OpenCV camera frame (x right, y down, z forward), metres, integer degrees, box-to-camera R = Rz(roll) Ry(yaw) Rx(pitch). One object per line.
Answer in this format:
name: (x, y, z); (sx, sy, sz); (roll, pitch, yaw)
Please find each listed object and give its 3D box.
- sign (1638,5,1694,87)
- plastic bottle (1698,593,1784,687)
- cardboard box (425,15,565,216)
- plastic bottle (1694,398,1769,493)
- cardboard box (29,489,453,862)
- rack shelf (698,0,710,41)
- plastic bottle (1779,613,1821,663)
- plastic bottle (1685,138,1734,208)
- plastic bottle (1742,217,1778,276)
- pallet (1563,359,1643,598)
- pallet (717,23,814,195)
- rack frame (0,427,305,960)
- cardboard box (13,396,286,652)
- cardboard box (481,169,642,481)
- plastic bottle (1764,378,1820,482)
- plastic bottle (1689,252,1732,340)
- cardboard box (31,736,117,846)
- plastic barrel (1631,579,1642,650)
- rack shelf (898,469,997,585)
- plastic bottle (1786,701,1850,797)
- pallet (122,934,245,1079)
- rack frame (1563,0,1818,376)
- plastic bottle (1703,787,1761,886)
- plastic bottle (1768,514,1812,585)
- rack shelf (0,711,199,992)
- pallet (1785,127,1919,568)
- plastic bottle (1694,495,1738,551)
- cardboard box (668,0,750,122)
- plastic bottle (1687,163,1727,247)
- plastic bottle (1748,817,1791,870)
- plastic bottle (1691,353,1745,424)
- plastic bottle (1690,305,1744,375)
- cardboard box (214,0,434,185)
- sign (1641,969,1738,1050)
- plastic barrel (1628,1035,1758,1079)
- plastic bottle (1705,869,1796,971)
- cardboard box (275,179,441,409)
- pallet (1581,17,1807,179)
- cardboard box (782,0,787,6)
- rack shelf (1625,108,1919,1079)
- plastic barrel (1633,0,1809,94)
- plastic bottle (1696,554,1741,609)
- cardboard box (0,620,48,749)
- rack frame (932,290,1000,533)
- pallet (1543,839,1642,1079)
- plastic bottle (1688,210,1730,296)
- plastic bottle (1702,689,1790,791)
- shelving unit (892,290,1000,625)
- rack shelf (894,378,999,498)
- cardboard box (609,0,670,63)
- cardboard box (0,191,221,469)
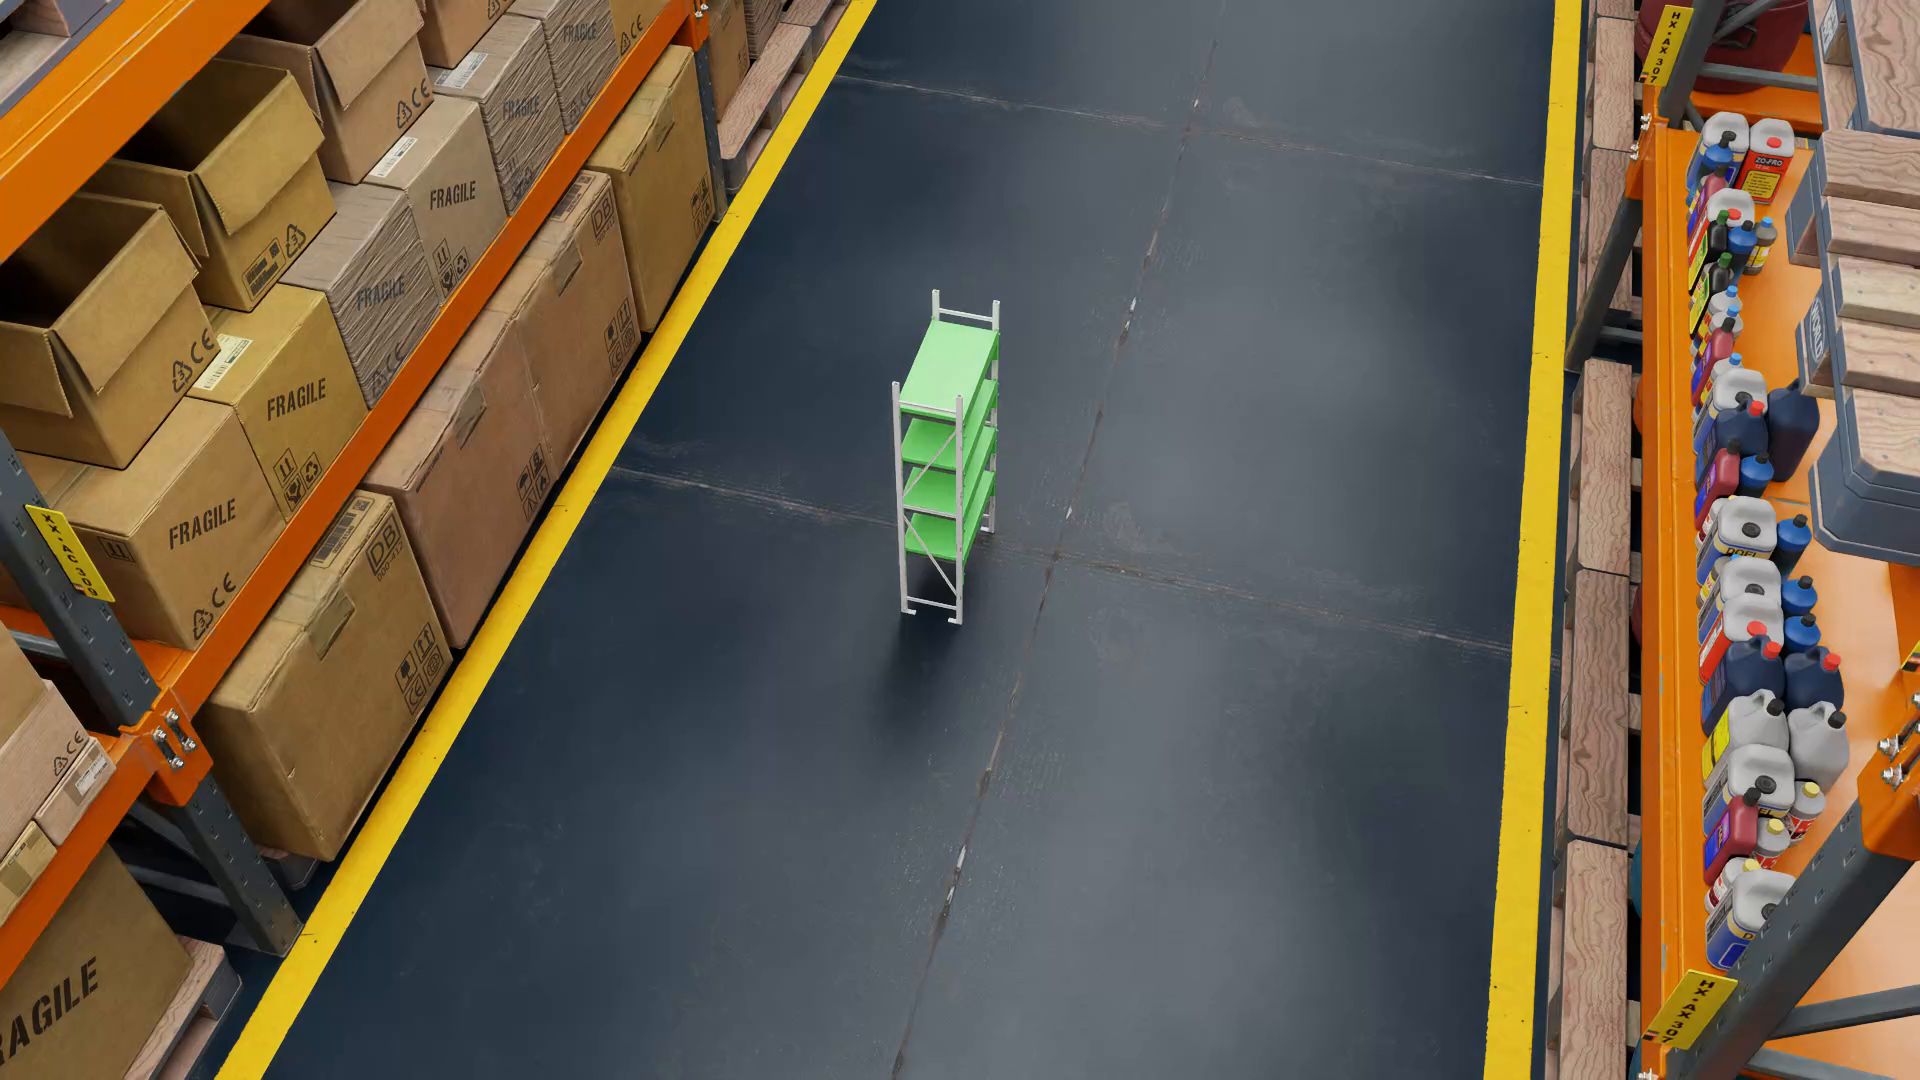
sign: (2.621, -1.833, 6.177); (0.100, 0.325, 0.005); (12, 50, 10)
plastic bottle: (2.122, 0.281, 4.503); (0.152, 0.276, 0.135); (12, 50, 10)
cardboard box: (-1.786, -1.545, 5.965); (0.500, 0.500, 0.500); (10, 49, 9)
plastic bottle: (2.317, -0.293, 4.959); (0.144, 0.351, 0.185); (12, 50, 10)
cardboard box: (-2.528, 0.337, 5.508); (1.225, 0.875, 0.875); (12, 50, 10)
rack shelf: (-1.098, -3.862, 8.556); (1.077, 0.370, 4.000); (12, 50, 10)
plastic bottle: (2.247, 0.293, 4.495); (0.097, 0.271, 0.097); (0, 49, 0)
plastic bottle: (2.671, -1.306, 5.906); (0.097, 0.271, 0.097); (0, 49, 0)
plastic bottle: (2.731, -1.015, 5.697); (0.097, 0.201, 0.097); (0, 49, 0)
pallet: (2.986, -0.175, 6.682); (1.003, 0.211, 1.213); (12, 50, 10)
pallet: (-1.417, -2.296, 8.554); (1.003, 0.211, 1.213); (12, 50, 10)
rack frame: (-2.677, 0.240, 4.456); (1.000, 3.000, 0.127); (12, 50, 10)
cardboard box: (-2.315, -0.077, 4.669); (0.500, 0.500, 0.500); (12, 50, 10)
cardboard box: (-2.068, -0.951, 6.644); (1.225, 0.875, 0.875); (12, 50, 10)
plastic bottle: (2.499, -0.360, 5.019); (0.144, 0.351, 0.185); (12, 50, 10)
plastic bottle: (2.466, -0.799, 5.451); (0.061, 0.283, 0.133); (12, 50, 10)
cardboard box: (-2.442, 0.608, 4.299); (0.380, 0.149, 0.250); (12, 50, 10)
plastic barrel: (2.744, 0.157, 5.858); (0.600, 0.588, 0.708); (12, 50, 10)
rack shelf: (-0.044, -0.076, 6.341); (0.258, 0.148, 0.480); (12, 50, 10)
plastic bottle: (2.166, 0.533, 4.231); (0.144, 0.351, 0.185); (12, 50, 10)
pallet: (-2.953, 1.697, 5.030); (1.003, 0.211, 1.213); (12, 50, 10)
rack frame: (3.154, -1.676, 6.147); (1.000, 3.000, 0.127); (12, 50, 10)
plastic bottle: (1.910, 0.731, 4.101); (0.061, 0.283, 0.133); (12, 50, 10)
plastic bottle: (2.343, 0.028, 4.729); (0.097, 0.271, 0.097); (0, 49, 0)
rack shelf: (-3.204, 1.925, 3.449); (1.077, 0.370, 4.000); (12, 50, 10)
pallet: (2.213, -0.299, 3.057); (1.213, 0.211, 1.003); (12, 50, 10)
plastic bottle: (2.222, -0.049, 4.844); (0.097, 0.201, 0.097); (0, 49, 0)
cardboard box: (-1.468, -2.460, 8.213); (0.700, 0.500, 0.500); (9, 49, 8)
plastic bottle: (2.597, -1.159, 5.769); (0.061, 0.283, 0.133); (12, 50, 10)
plastic bottle: (1.991, 0.760, 4.130); (0.097, 0.201, 0.097); (0, 49, 0)
plastic bottle: (2.367, -0.470, 5.169); (0.097, 0.271, 0.097); (0, 49, 0)
plastic bottle: (2.428, -0.637, 5.316); (0.097, 0.271, 0.097); (0, 49, 0)
cardboard box: (-2.177, -1.535, 5.288); (0.797, 0.503, 0.637); (13, 50, 11)
sign: (1.571, 1.016, 3.587); (0.100, 0.325, 0.005); (12, 50, 10)
plastic barrel: (2.261, 1.383, 4.567); (0.600, 0.901, 0.708); (12, 50, 10)
plastic bottle: (1.893, 0.910, 3.948); (0.152, 0.276, 0.135); (12, 50, 10)
cardboard box: (-2.052, -0.802, 5.310); (0.500, 0.500, 0.500); (11, 49, 9)
pallet: (3.718, -2.186, 8.457); (1.003, 0.211, 1.213); (12, 50, 10)
cardboard box: (-1.191, -3.275, 8.933); (0.700, 0.500, 0.500); (15, 50, 13)
rack shelf: (2.627, 0.009, 5.140); (1.077, 0.370, 4.000); (12, 50, 10)
plastic barrel: (2.984, -2.116, 6.445); (0.600, 0.536, 0.708); (12, 50, 10)
plastic bottle: (2.161, 0.119, 4.696); (0.097, 0.201, 0.097); (0, 49, 0)
cardboard box: (-2.540, 0.328, 3.780); (0.500, 0.500, 0.500); (13, 50, 11)
rack frame: (0.021, -0.454, 6.269); (0.240, 1.200, 0.015); (12, 50, 10)
pallet: (2.344, 1.590, 5.125); (1.003, 0.211, 1.213); (12, 50, 10)
plastic bottle: (2.527, -0.966, 5.598); (0.061, 0.283, 0.133); (12, 50, 10)
plastic bottle: (2.027, 0.504, 4.256); (0.144, 0.351, 0.185); (12, 50, 10)
shelving unit: (-0.044, -0.277, 6.113); (0.258, 1.200, 0.503); (12, 50, 10)
rack shelf: (-0.044, -0.394, 5.981); (0.258, 0.148, 0.480); (12, 50, 10)
cardboard box: (-1.515, -2.281, 6.614); (0.500, 0.500, 0.500); (13, 50, 11)
cardboard box: (-2.517, -0.589, 4.452); (0.797, 0.503, 0.637); (10, 49, 9)
